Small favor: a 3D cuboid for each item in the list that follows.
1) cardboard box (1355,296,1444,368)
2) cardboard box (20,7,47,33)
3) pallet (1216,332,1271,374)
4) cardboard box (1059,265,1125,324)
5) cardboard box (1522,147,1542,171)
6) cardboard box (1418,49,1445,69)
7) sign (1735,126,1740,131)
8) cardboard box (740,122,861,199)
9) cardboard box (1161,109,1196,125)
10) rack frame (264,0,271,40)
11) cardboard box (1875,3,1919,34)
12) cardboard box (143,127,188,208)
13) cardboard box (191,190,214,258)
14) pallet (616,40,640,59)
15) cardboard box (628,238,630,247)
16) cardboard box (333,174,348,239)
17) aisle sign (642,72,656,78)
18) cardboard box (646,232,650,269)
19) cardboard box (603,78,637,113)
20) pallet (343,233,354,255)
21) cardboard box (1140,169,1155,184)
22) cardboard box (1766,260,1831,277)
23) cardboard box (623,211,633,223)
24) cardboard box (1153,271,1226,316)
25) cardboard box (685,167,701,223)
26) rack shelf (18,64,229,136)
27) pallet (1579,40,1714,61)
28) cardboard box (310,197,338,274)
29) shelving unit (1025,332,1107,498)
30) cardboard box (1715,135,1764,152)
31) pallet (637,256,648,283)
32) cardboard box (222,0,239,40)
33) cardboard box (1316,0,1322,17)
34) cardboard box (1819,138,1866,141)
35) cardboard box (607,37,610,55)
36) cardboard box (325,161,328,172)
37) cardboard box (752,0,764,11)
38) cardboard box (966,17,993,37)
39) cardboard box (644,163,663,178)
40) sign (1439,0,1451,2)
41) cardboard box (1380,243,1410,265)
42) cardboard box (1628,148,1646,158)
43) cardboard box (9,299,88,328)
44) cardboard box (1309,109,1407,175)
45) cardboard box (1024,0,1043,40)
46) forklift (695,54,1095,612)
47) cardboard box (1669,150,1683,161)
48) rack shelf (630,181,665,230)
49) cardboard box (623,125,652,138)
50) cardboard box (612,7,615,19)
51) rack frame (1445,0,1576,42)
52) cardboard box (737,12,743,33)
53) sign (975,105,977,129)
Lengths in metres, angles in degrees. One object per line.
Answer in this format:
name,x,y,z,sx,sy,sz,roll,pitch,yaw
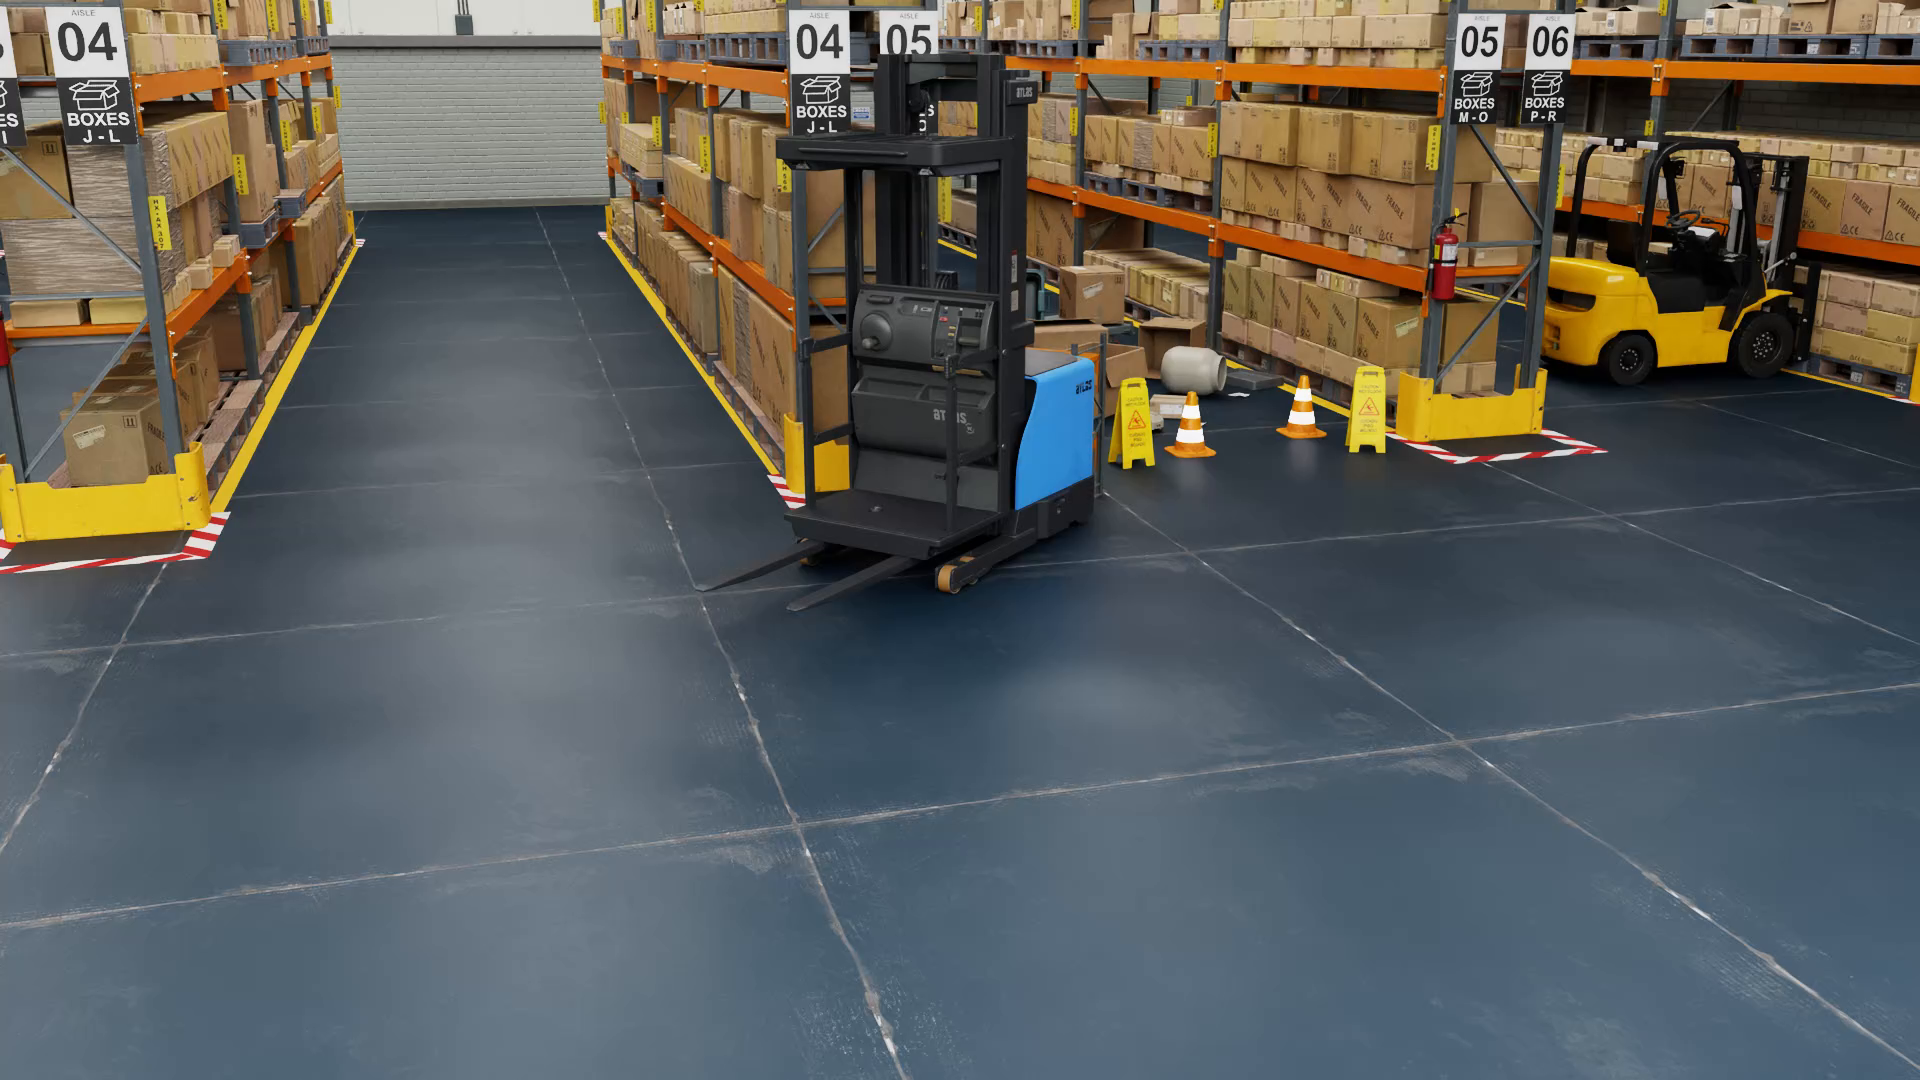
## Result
cardboard box,3.617,-1.717,13.700,0.500,0.500,0.500,-5,17,-15
cardboard box,-5.776,-3.178,10.172,0.380,0.149,0.250,-5,18,-17
pallet,3.207,-1.861,16.279,1.003,0.211,1.213,-5,17,-15
cardboard box,1.285,-2.395,16.242,0.500,0.500,0.500,-5,17,-15
cardboard box,6.976,-4.480,19.545,0.500,0.250,0.500,-4,17,-14
cardboard box,3.721,-3.665,12.663,0.380,0.149,0.250,-5,17,-15
sign,8.293,-4.269,17.808,0.100,0.325,0.005,-5,17,-15
cardboard box,-1.242,-2.995,13.070,0.875,0.550,0.500,-5,17,-15
cardboard box,2.345,-4.455,17.519,0.380,0.149,0.250,-5,18,-18
rack frame,-7.639,-6.575,16.699,1.000,3.000,0.127,-5,17,-15
cardboard box,8.270,-4.563,14.543,0.396,0.266,0.258,-5,17,-15
cardboard box,-5.460,-2.471,11.035,0.500,0.500,0.500,-5,17,-15
cardboard box,-6.138,-2.385,12.487,0.875,0.500,0.500,-5,17,-15
pallet,-3.586,-6.053,20.503,1.213,0.211,1.003,-5,17,-15
cardboard box,-4.503,-4.236,23.567,0.380,0.149,0.250,-5,18,-17
cardboard box,-9.585,-4.928,24.606,0.875,0.875,0.875,-5,17,-15
aisle sign,-4.772,-7.568,25.913,0.394,0.787,0.004,-5,17,-15
cardboard box,-3.690,-3.661,21.041,0.500,0.500,0.500,-4,17,-14
cardboard box,-5.173,-6.803,25.457,0.500,0.500,0.500,-5,17,-16
pallet,-9.543,-4.364,24.614,1.003,0.211,1.213,-5,17,-15
cardboard box,2.197,-4.011,18.297,0.380,0.149,0.250,-4,17,-14
cardboard box,8.007,-2.552,16.046,0.500,0.250,0.500,-5,17,-16
cardboard box,-4.633,-4.652,23.918,0.380,0.149,0.250,-6,18,-18
cardboard box,2.641,-2.665,17.948,0.950,0.372,0.625,-4,17,-12
cardboard box,-2.421,-3.410,16.417,0.500,0.500,0.500,-5,17,-15
rack shelf,-5.990,-3.134,11.709,1.077,0.370,4.000,-5,17,-15
pallet,7.505,-5.360,18.202,0.805,0.209,1.217,-5,18,-17
cardboard box,-8.543,-3.816,20.907,1.225,0.875,0.875,-5,17,-15
shelving unit,0.410,-0.865,11.378,1.048,1.125,0.538,9,19,28
cardboard box,7.772,-3.947,16.561,0.380,0.149,0.250,-4,17,-14
pallet,-3.726,-3.622,22.142,1.003,0.211,1.213,-5,17,-15
cardboard box,-6.834,-4.681,14.698,0.797,0.503,0.637,-4,17,-13
cardboard box,3.268,-4.541,14.191,0.380,0.149,0.250,-4,17,-14
cardboard box,8.499,-3.780,16.003,0.380,0.149,0.250,-4,17,-14
cardboard box,-4.869,-7.212,24.294,0.500,0.250,0.500,-5,18,-17
cardboard box,-8.719,-5.014,22.368,0.380,0.149,0.250,-5,17,-17
cardboard box,-1.184,-3.861,11.718,0.500,0.250,0.500,-5,17,-15
cardboard box,0.307,-7.364,23.871,0.396,0.266,0.258,-4,17,-13
cardboard box,-3.420,-4.247,19.083,0.380,0.149,0.250,-4,17,-14
sign,3.549,-4.095,12.117,0.100,0.325,0.005,-5,17,-15
cardboard box,3.603,-2.300,13.332,0.380,0.149,0.250,-5,17,-16
cardboard box,7.453,-4.208,17.945,0.380,0.149,0.250,-4,17,-13
cardboard box,-5.717,-1.431,10.440,0.380,0.149,0.250,-5,17,-15
cardboard box,3.367,-3.339,13.926,0.700,0.500,0.500,-5,17,-16
cardboard box,1.126,-6.636,21.211,0.500,0.500,0.500,-5,17,-15
forklift,-0.329,-1.250,9.519,1.130,2.935,3.031,10,19,30
cardboard box,7.595,-4.022,17.326,0.380,0.149,0.250,-5,17,-16
rack shelf,-3.392,-4.275,20.720,1.077,0.370,4.000,-5,17,-15
cardboard box,-4.125,-5.245,21.372,0.380,0.149,0.250,-5,17,-15
cardboard box,-4.671,-7.388,23.319,0.380,0.149,0.250,-5,17,-16
rack frame,4.088,-5.146,11.941,1.000,3.000,0.127,-5,17,-15
cardboard box,-1.480,-3.906,12.559,0.380,0.149,0.250,-4,17,-15
sign,0.257,-6.000,23.570,0.100,0.325,0.005,-5,17,-15
